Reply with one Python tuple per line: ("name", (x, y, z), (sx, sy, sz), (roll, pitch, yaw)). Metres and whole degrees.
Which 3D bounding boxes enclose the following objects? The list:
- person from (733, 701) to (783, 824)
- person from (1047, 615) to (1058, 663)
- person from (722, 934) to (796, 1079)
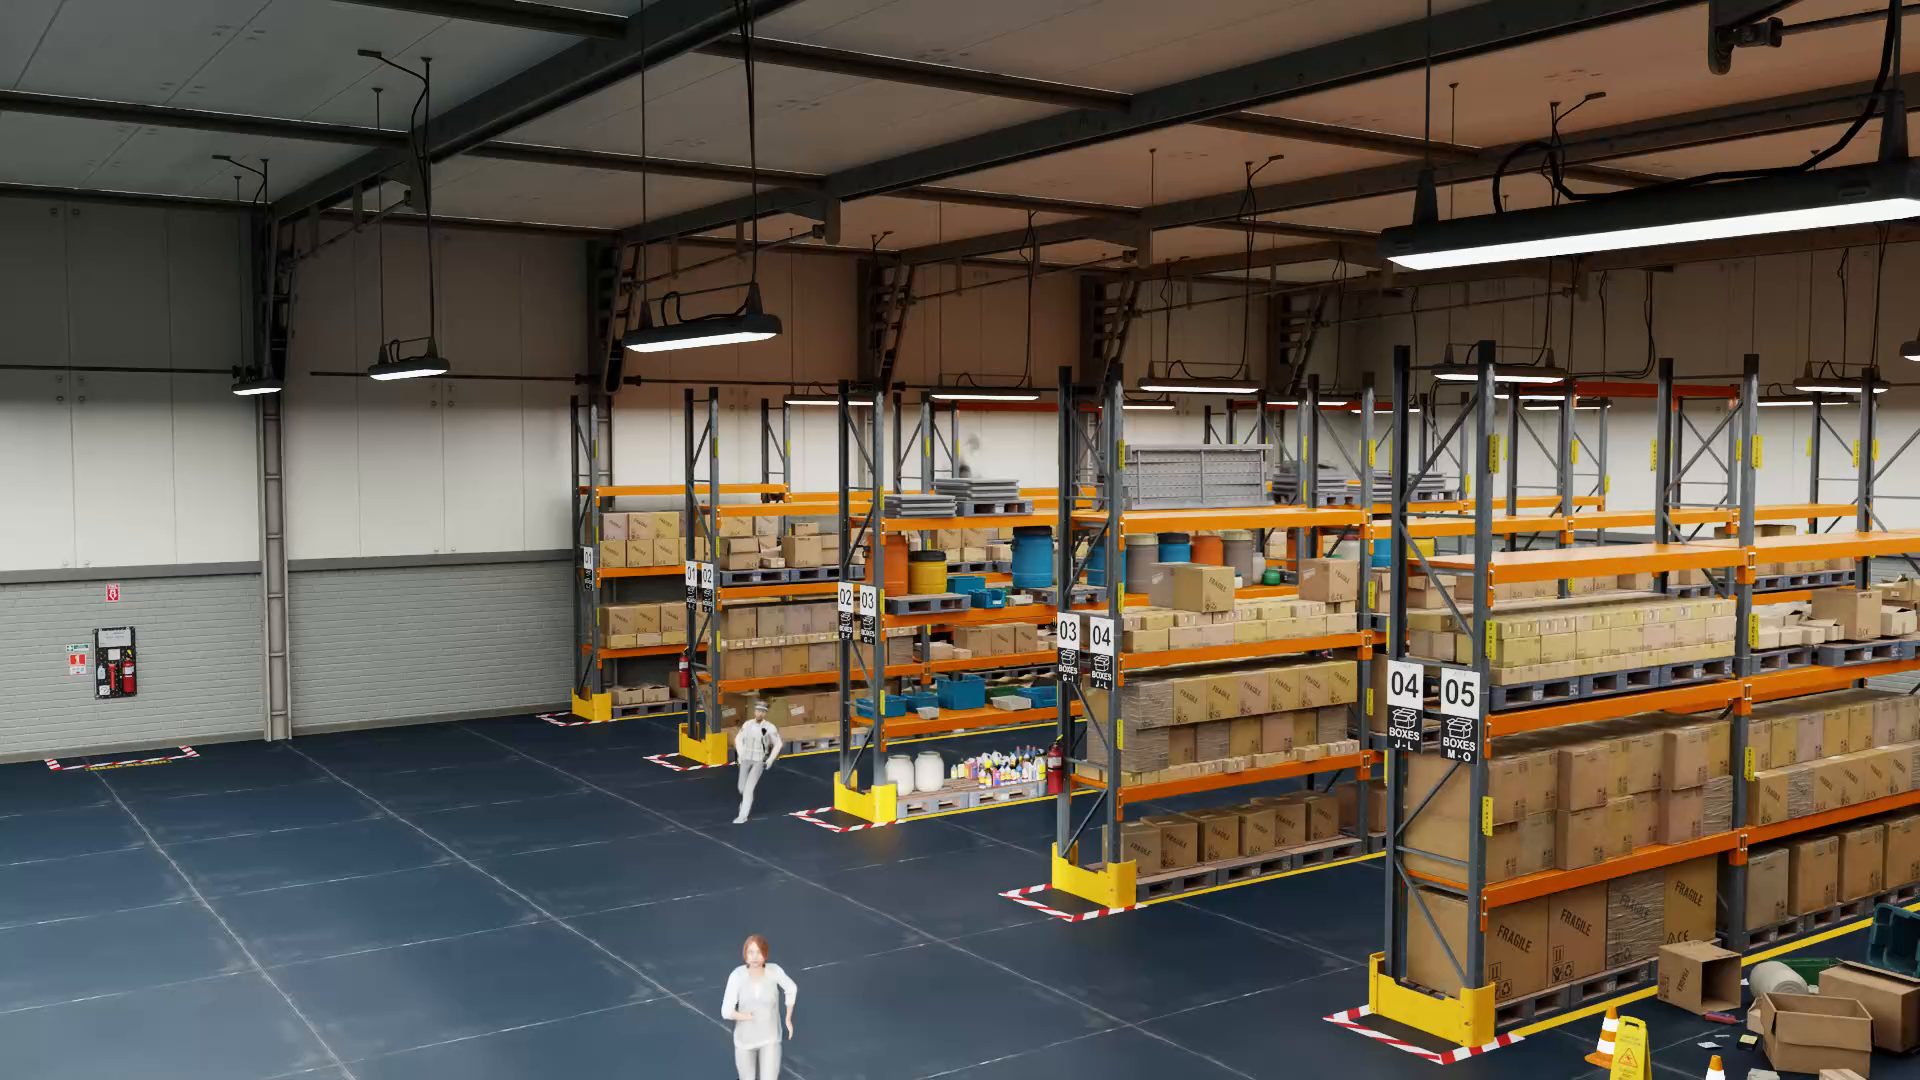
("person", (-2.754, 2.983, 22.552), (0.643, 1.635, 0.696), (1, 3, 10))
("person", (2.054, 2.109, 33.194), (0.671, 1.810, 0.650), (-2, 4, -34))
("person", (-1.445, 3.643, 11.950), (0.507, 1.641, 0.702), (0, 3, 0))
